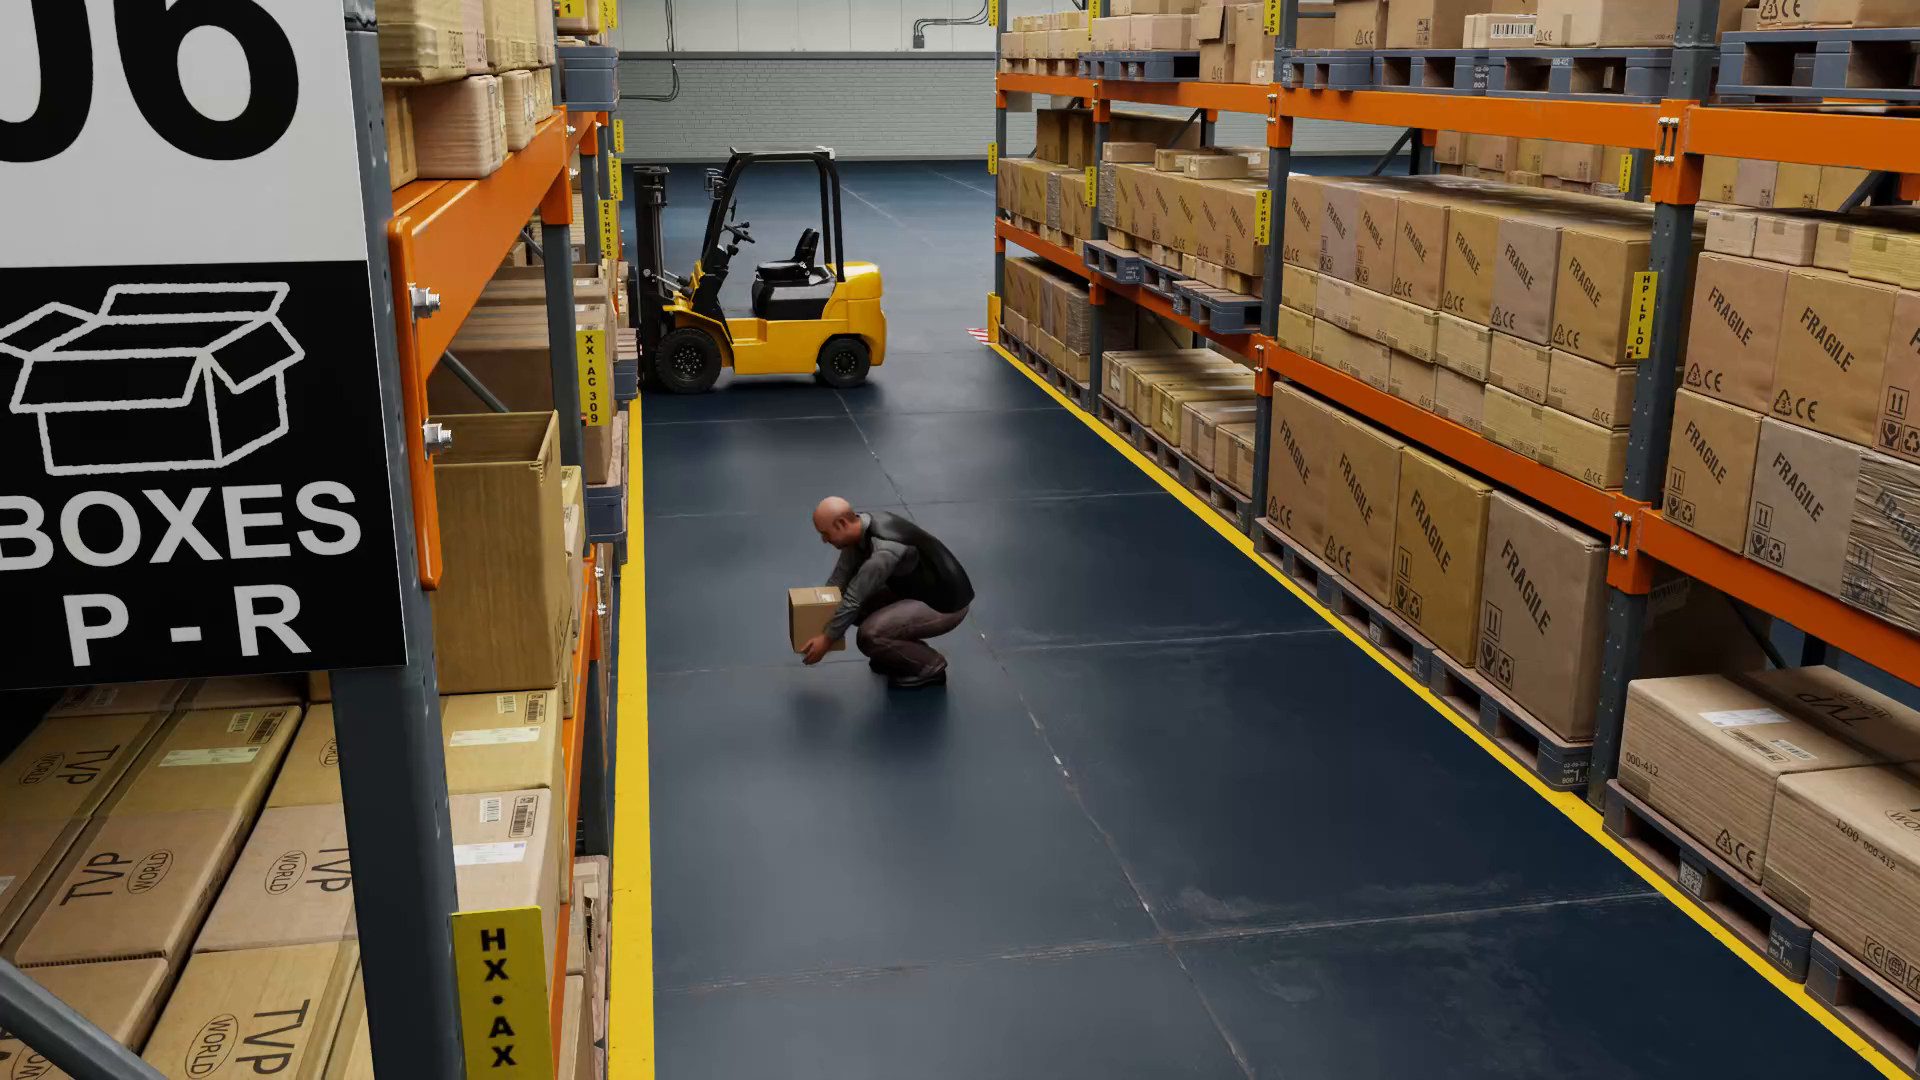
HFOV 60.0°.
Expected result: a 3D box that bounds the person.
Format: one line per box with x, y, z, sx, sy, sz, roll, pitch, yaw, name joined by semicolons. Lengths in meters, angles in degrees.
-0.368;0.277;8.180;0.869;0.869;0.520;-3;17;-11;person
